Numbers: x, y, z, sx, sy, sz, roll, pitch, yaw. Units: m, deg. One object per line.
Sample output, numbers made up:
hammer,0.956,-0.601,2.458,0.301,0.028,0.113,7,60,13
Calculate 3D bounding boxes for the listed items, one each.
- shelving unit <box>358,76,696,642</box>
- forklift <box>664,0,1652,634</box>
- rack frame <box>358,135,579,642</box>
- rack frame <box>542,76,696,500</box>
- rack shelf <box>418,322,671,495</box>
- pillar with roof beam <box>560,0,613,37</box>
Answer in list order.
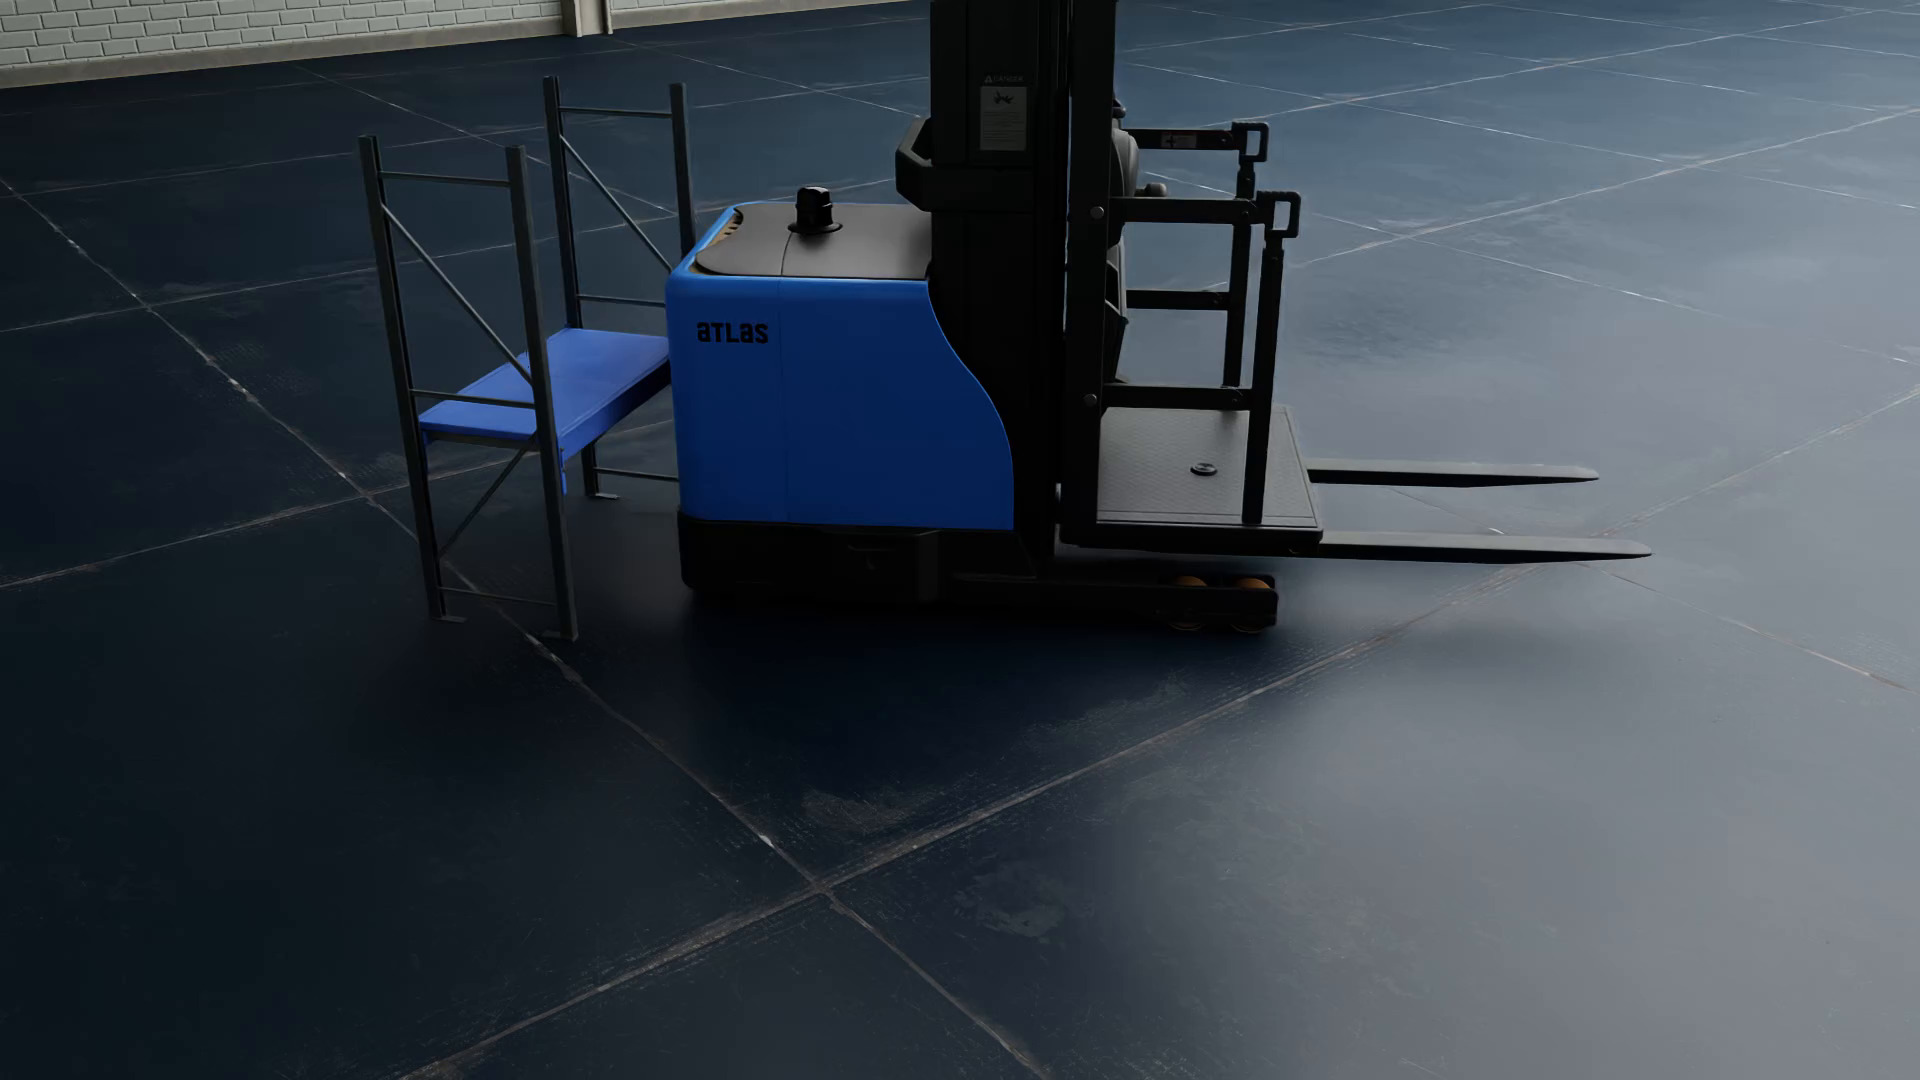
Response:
shelving unit,-1.272,-0.611,5.286,0.538,1.500,1.048,7,26,15
forklift,0.655,-1.275,5.016,3.031,2.935,1.130,2,25,4
rack frame,-1.415,-0.406,4.843,0.500,1.500,0.032,7,26,15
rack frame,-1.129,-0.817,5.728,0.500,1.500,0.032,7,26,15
rack shelf,-1.272,-0.448,5.361,0.538,0.185,1.000,7,26,15
pillar with roof beam,-1.083,-7.752,11.763,0.400,9.000,9.100,-18,31,-34
